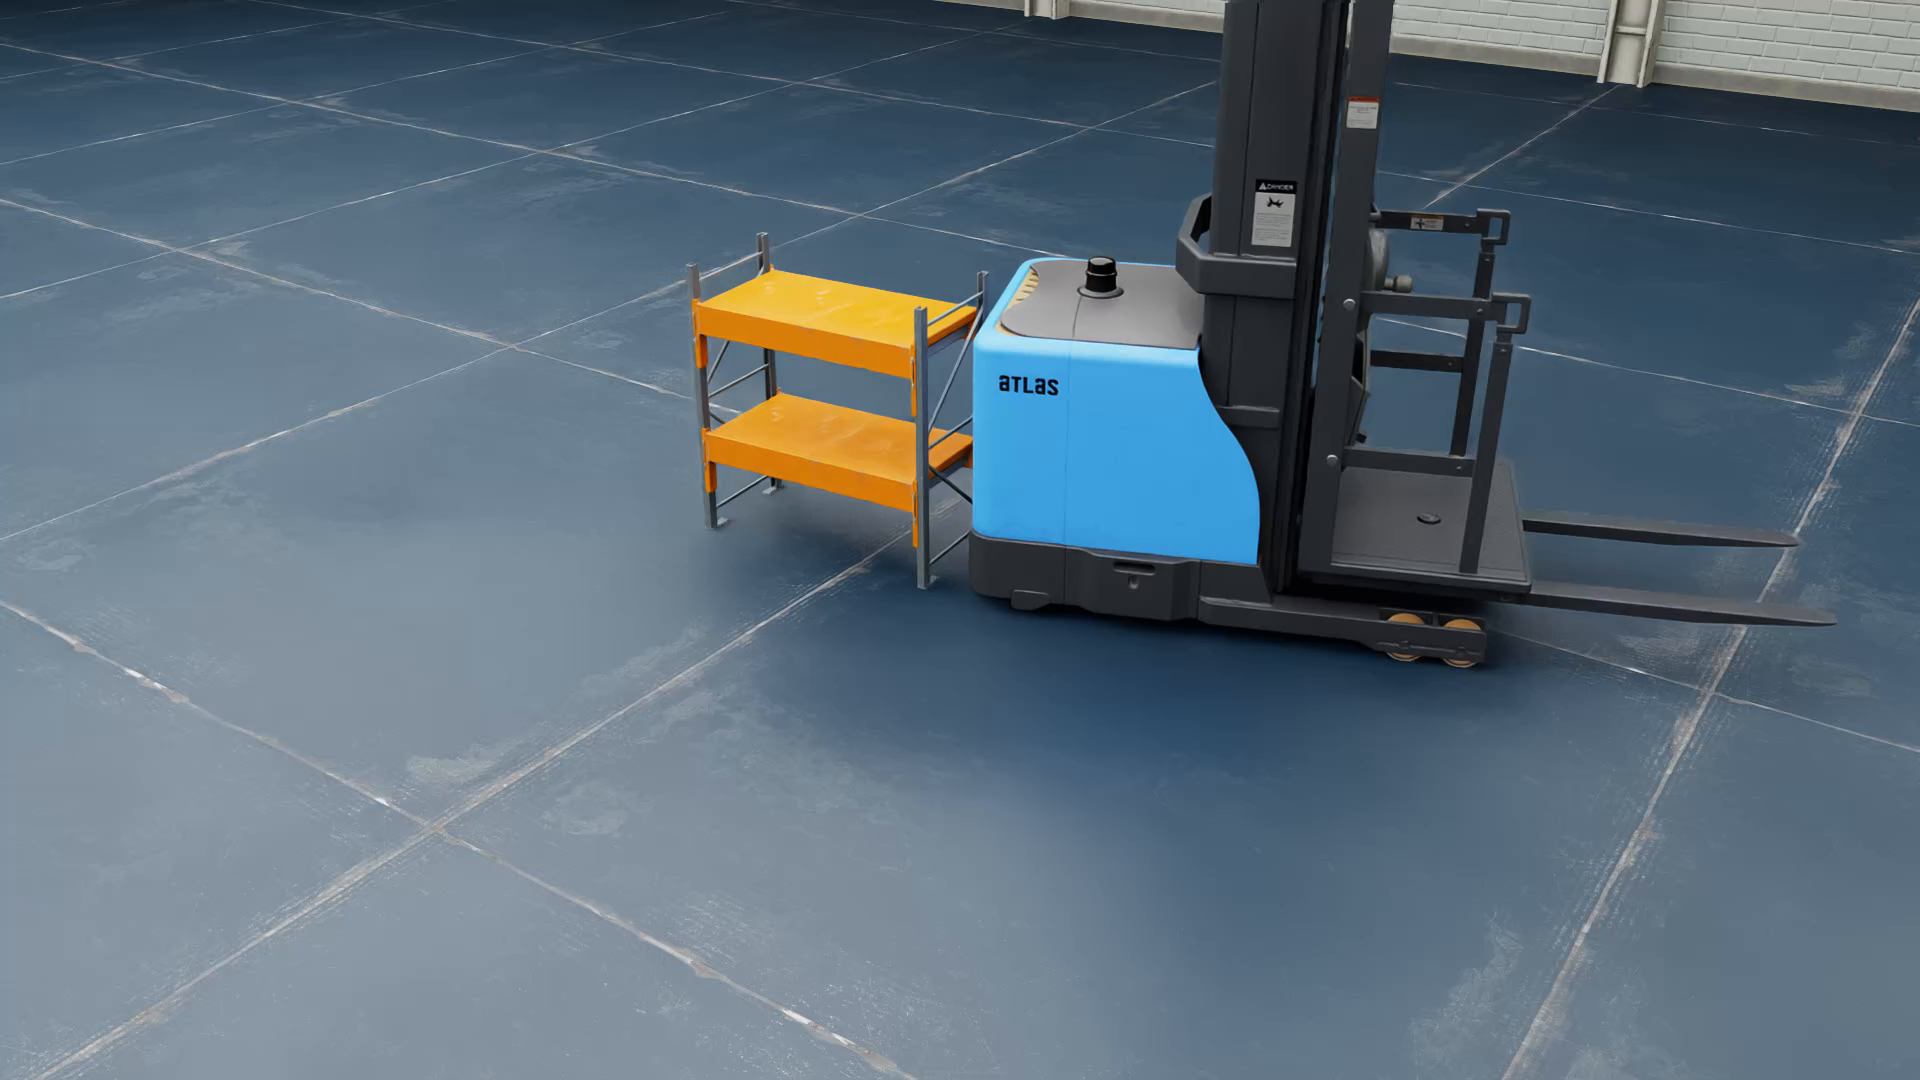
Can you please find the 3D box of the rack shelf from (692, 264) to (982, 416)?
[{"bbox_3d":[-0.467,-0.787,6.410,1.000,0.278,0.538,15,30,26],"label":"rack shelf"}]

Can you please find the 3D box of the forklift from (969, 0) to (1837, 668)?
[{"bbox_3d":[1.605,-1.122,5.722,3.031,2.935,1.130,6,28,11],"label":"forklift"}]

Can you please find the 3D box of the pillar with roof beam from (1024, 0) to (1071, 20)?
[{"bbox_3d":[-1.504,-7.996,12.541,0.400,9.000,9.100,17,32,30],"label":"pillar with roof beam"}]

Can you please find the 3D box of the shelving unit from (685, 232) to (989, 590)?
[{"bbox_3d":[-0.467,-0.526,6.543,1.048,1.125,0.538,15,30,26],"label":"shelving unit"}]

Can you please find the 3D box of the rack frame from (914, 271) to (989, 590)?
[{"bbox_3d":[-0.026,-0.411,6.318,0.032,1.125,0.500,15,30,26],"label":"rack frame"}]

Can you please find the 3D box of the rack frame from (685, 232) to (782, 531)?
[{"bbox_3d":[-0.908,-0.640,6.768,0.032,1.125,0.500,15,30,26],"label":"rack frame"}]

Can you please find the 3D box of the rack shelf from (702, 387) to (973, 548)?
[{"bbox_3d":[-0.467,-0.308,6.654,1.000,0.278,0.538,15,30,26],"label":"rack shelf"}]

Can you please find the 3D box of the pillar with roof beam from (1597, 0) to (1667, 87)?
[{"bbox_3d":[3.442,-6.456,9.513,0.400,9.000,9.100,17,32,30],"label":"pillar with roof beam"}]
